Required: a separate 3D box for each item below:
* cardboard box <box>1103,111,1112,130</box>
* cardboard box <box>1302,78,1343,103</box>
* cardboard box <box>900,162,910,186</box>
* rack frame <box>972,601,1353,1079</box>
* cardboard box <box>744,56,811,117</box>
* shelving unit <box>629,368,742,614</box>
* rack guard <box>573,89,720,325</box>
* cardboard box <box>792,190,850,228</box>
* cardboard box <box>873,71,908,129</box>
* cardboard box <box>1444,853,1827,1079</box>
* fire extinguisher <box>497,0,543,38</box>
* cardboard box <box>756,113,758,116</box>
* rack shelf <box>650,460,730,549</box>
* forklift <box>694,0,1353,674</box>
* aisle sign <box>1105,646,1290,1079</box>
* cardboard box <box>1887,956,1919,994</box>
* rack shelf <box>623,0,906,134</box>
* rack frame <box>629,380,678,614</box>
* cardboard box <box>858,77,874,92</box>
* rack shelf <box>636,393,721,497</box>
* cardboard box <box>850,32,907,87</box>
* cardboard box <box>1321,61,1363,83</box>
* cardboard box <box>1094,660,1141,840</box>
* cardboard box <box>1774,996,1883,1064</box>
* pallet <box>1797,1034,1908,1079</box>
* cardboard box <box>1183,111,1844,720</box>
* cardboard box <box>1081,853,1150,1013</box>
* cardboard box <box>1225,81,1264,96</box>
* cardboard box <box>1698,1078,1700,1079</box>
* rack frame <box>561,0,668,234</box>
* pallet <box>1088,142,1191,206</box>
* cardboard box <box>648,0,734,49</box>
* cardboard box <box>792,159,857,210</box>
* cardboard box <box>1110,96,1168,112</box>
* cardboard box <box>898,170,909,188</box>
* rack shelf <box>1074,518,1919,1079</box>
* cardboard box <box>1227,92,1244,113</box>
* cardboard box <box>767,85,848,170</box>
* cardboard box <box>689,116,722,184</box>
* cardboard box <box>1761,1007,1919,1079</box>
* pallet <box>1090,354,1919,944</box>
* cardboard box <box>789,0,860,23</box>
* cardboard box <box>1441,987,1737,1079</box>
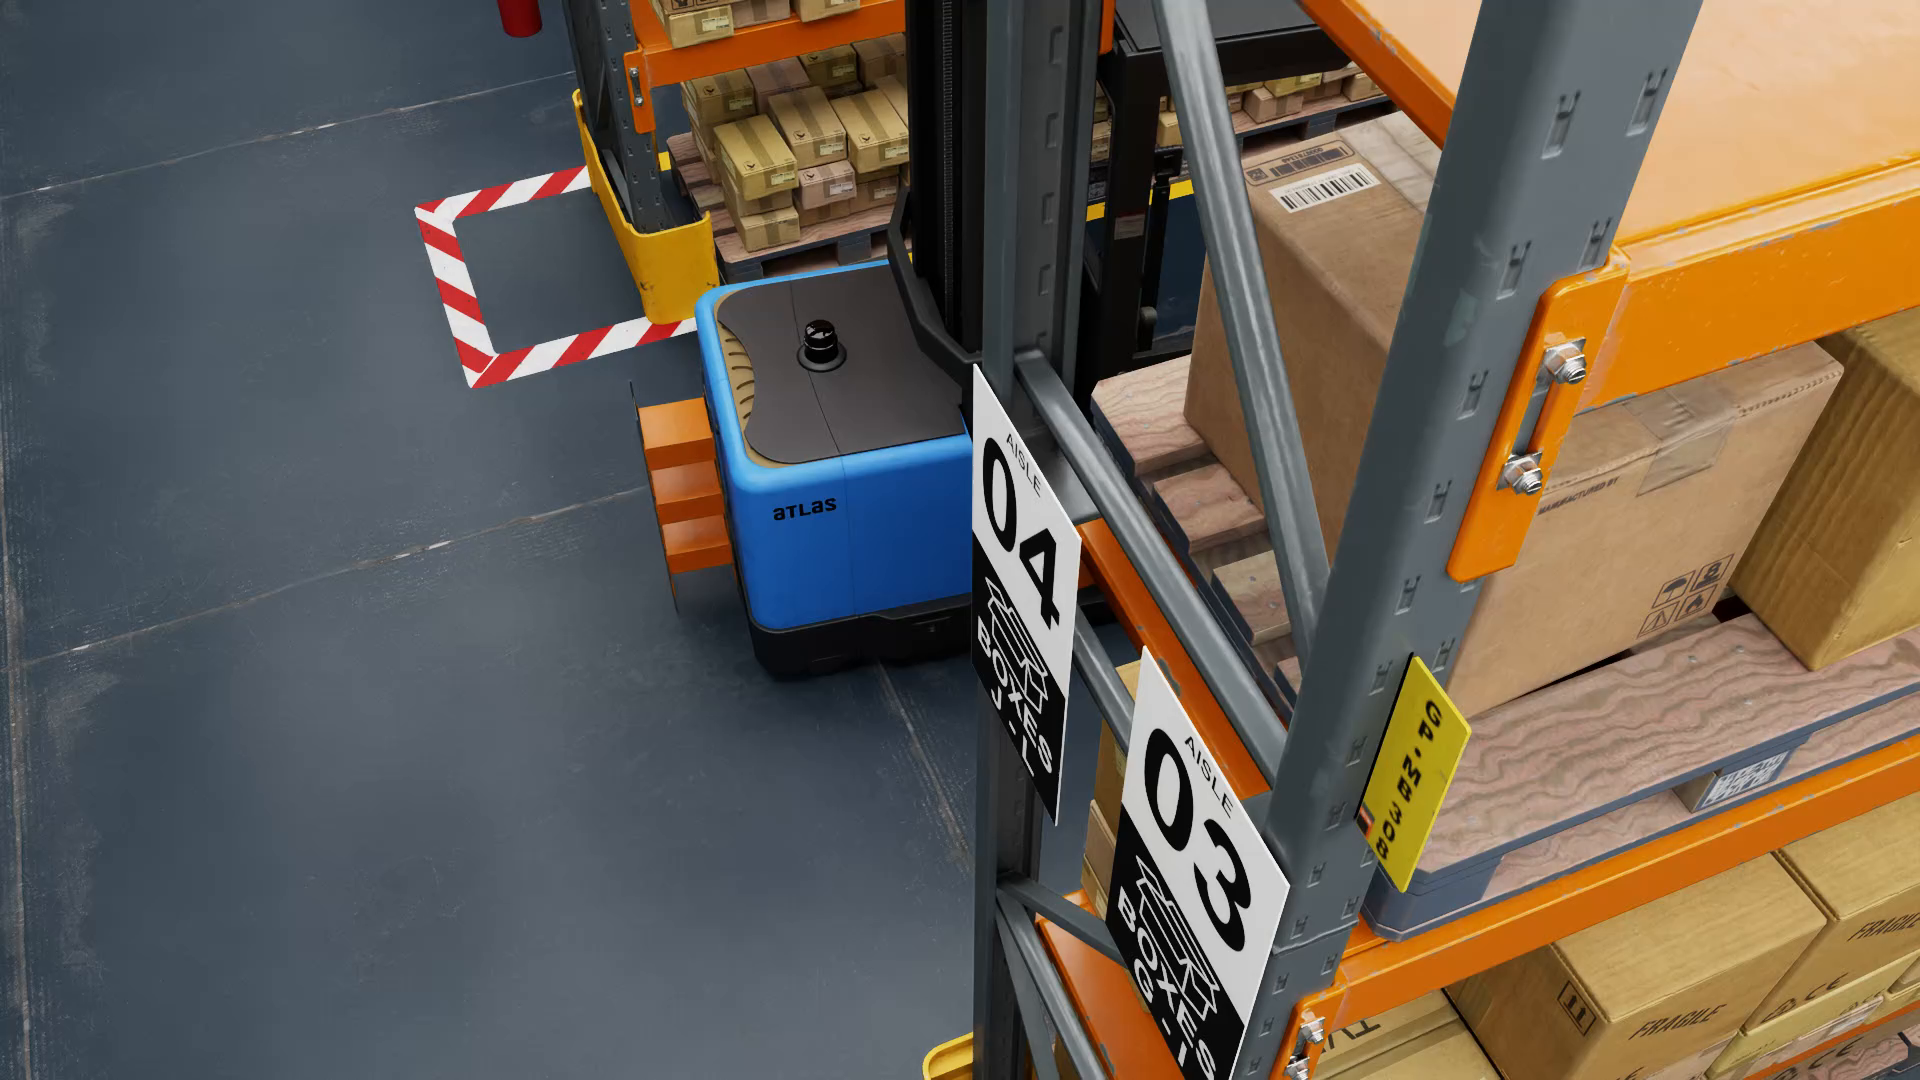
[{"bbox_3d":[0.740,-2.037,7.965,0.250,0.149,0.380,-16,51,-14],"label":"cardboard box"},{"bbox_3d":[1.693,-2.346,8.230,0.250,0.149,0.380,-16,51,-13],"label":"cardboard box"},{"bbox_3d":[-0.175,-1.801,7.567,0.250,0.149,0.380,-16,51,-13],"label":"cardboard box"},{"bbox_3d":[0.278,1.155,3.622,0.127,3.000,1.000,-17,52,-14],"label":"rack frame"},{"bbox_3d":[-0.855,-2.121,7.645,0.250,0.149,0.380,-16,51,-14],"label":"cardboard box"},{"bbox_3d":[-0.984,-0.154,6.031,0.252,1.050,0.215,-11,50,-9],"label":"shelving unit"},{"bbox_3d":[-1.434,-1.565,7.605,0.348,0.500,1.175,-17,52,-14],"label":"rack guard"},{"bbox_3d":[-0.687,-1.624,7.611,0.250,0.149,0.380,-17,52,-14],"label":"cardboard box"},{"bbox_3d":[-0.201,-1.947,7.495,0.250,0.149,0.380,-20,52,-16],"label":"cardboard box"},{"bbox_3d":[1.287,0.771,3.360,0.500,0.500,0.500,-18,52,-15],"label":"cardboard box"},{"bbox_3d":[-1.912,-2.463,7.026,0.183,0.674,0.296,-17,52,-14],"label":"fire extinguisher"},{"bbox_3d":[-0.861,-2.052,7.782,0.250,0.149,0.380,-18,52,-15],"label":"cardboard box"},{"bbox_3d":[-0.984,-0.147,6.039,0.240,0.259,0.215,-11,50,-9],"label":"rack shelf"},{"bbox_3d":[0.611,-1.072,5.579,3.031,2.935,1.130,-11,50,-9],"label":"forklift"},{"bbox_3d":[0.325,0.539,2.437,0.004,0.787,0.394,-17,52,-14],"label":"aisle sign"},{"bbox_3d":[2.251,0.710,3.907,0.500,0.250,0.500,-18,52,-15],"label":"cardboard box"},{"bbox_3d":[0.348,-2.697,7.404,4.000,0.370,1.077,-17,52,-14],"label":"rack shelf"},{"bbox_3d":[-1.102,-0.132,6.012,0.008,1.050,0.200,-11,50,-9],"label":"rack frame"},{"bbox_3d":[-0.355,-2.170,7.883,0.250,0.149,0.380,-18,52,-15],"label":"cardboard box"},{"bbox_3d":[-0.984,-0.332,5.824,0.240,0.259,0.215,-11,50,-9],"label":"rack shelf"},{"bbox_3d":[-0.400,-2.315,7.811,0.250,0.149,0.380,-19,52,-16],"label":"cardboard box"},{"bbox_3d":[1.782,-2.410,8.090,0.250,0.149,0.380,-19,52,-16],"label":"cardboard box"},{"bbox_3d":[0.630,0.538,3.560,0.500,0.500,0.500,-17,51,-14],"label":"cardboard box"},{"bbox_3d":[1.921,0.996,3.924,0.250,0.149,0.380,-18,52,-15],"label":"cardboard box"},{"bbox_3d":[2.116,1.432,5.222,1.213,0.211,1.003,-17,52,-14],"label":"pallet"},{"bbox_3d":[0.739,-0.211,2.409,0.500,0.500,0.700,-20,52,-16],"label":"cardboard box"},{"bbox_3d":[0.483,0.903,4.004,0.250,0.149,0.380,-16,51,-14],"label":"cardboard box"},{"bbox_3d":[1.271,-2.318,8.010,0.250,0.149,0.380,-17,51,-14],"label":"cardboard box"},{"bbox_3d":[1.446,1.142,3.798,0.250,0.149,0.380,-18,52,-15],"label":"cardboard box"},{"bbox_3d":[-1.504,-2.358,6.638,0.127,3.000,1.000,-17,52,-14],"label":"rack frame"},{"bbox_3d":[0.460,-2.026,8.192,1.213,0.211,1.003,-17,52,-14],"label":"pallet"},{"bbox_3d":[-1.080,-2.139,6.616,0.250,0.149,0.380,-18,52,-15],"label":"cardboard box"},{"bbox_3d":[-0.647,-1.672,7.455,0.250,0.149,0.380,-17,52,-14],"label":"cardboard box"},{"bbox_3d":[0.787,-2.168,7.882,0.250,0.149,0.380,-19,52,-16],"label":"cardboard box"},{"bbox_3d":[-0.181,-1.696,7.673,0.250,0.149,0.380,-17,51,-14],"label":"cardboard box"},{"bbox_3d":[2.129,-0.162,3.250,4.000,0.370,1.077,-17,52,-14],"label":"rack shelf"},{"bbox_3d":[1.183,-2.234,8.135,0.250,0.149,0.380,-18,52,-15],"label":"cardboard box"},{"bbox_3d":[-0.681,-1.835,7.400,0.250,0.149,0.380,-16,51,-14],"label":"cardboard box"},{"bbox_3d":[-1.096,-1.863,7.816,0.250,0.149,0.380,-16,51,-14],"label":"cardboard box"},{"bbox_3d":[2.506,0.954,4.918,0.875,0.875,0.875,-17,52,-14],"label":"cardboard box"},{"bbox_3d":[0.961,-0.014,2.707,1.213,0.211,1.003,-17,52,-14],"label":"pallet"},{"bbox_3d":[-0.591,-2.280,6.737,0.250,0.149,0.380,-19,52,-15],"label":"cardboard box"},{"bbox_3d":[1.303,1.005,3.653,0.500,0.250,0.500,-18,52,-15],"label":"cardboard box"}]
